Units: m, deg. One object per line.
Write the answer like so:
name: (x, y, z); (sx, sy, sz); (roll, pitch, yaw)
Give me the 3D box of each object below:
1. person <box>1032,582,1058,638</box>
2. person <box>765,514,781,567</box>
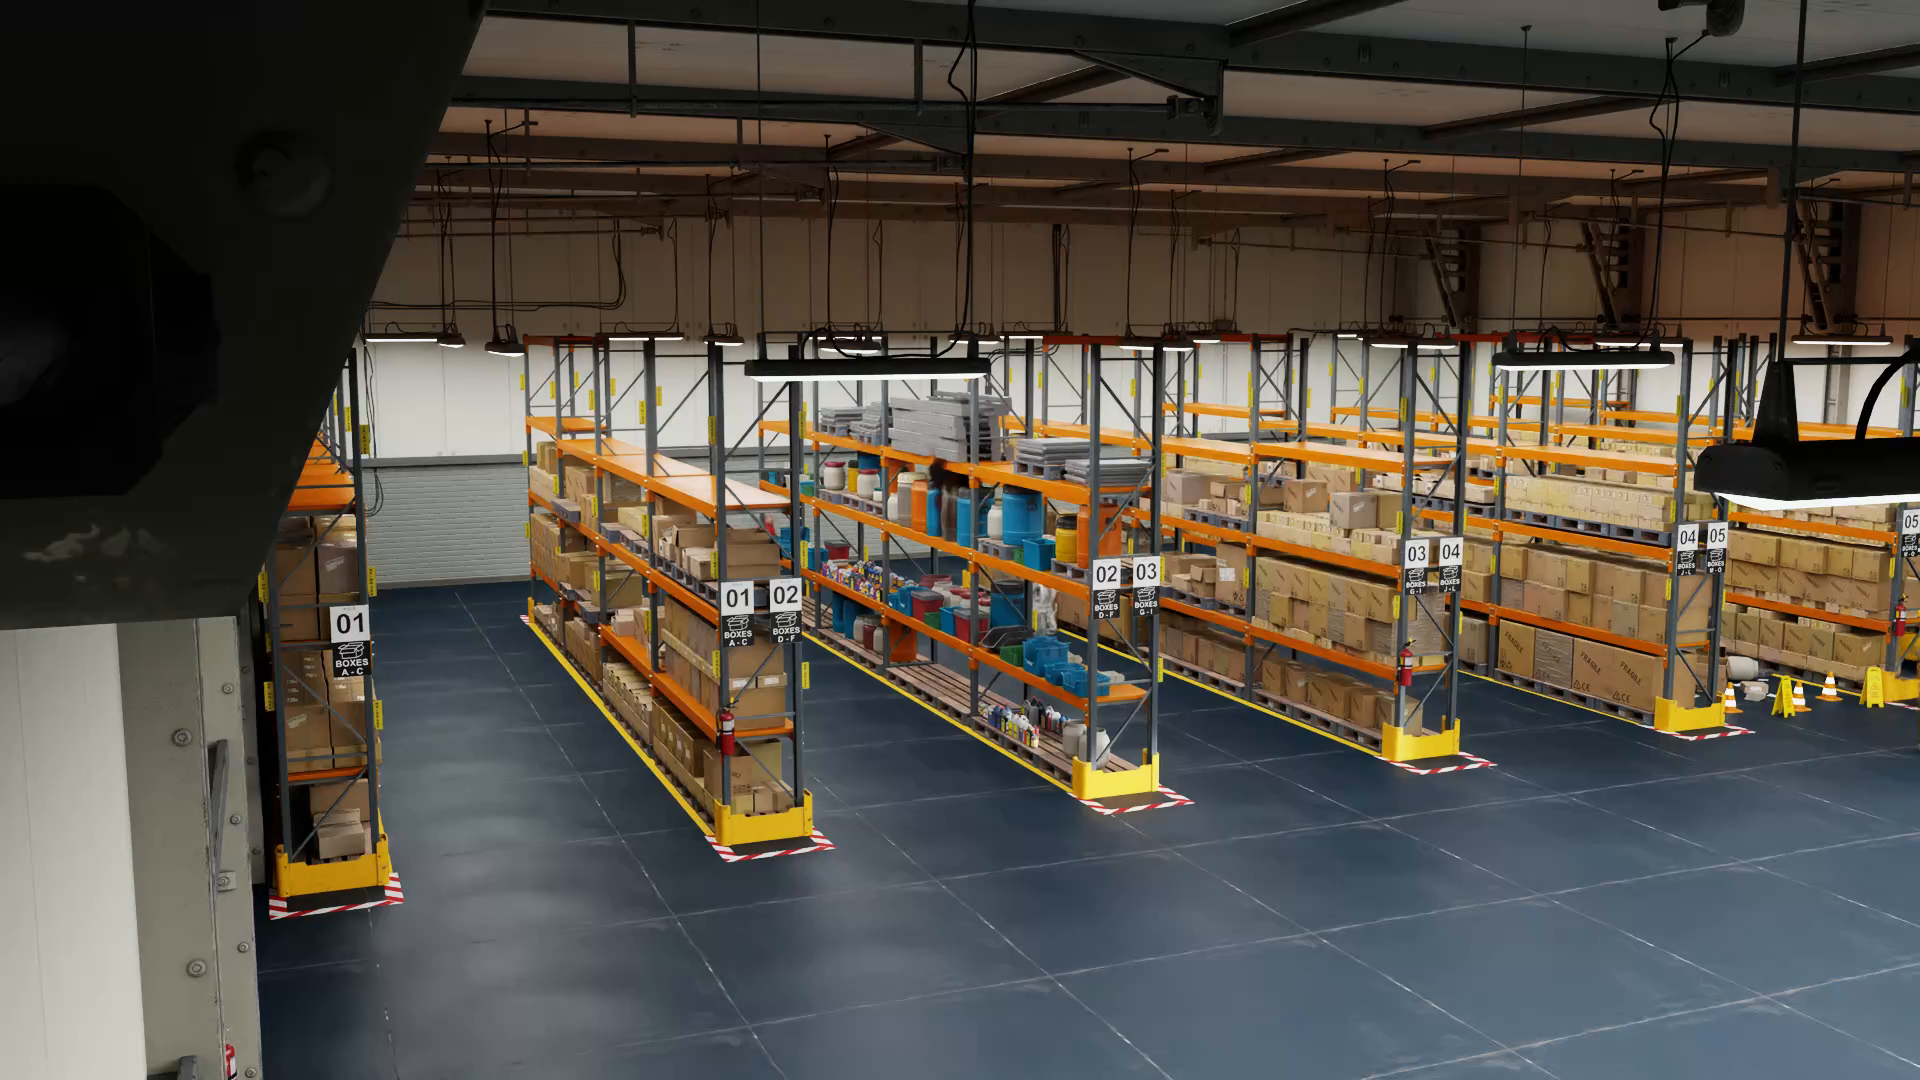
person: (1.515, 1.254, 30.844); (0.674, 1.574, 0.721); (-6, 10, -39)
person: (-4.519, 0.274, 39.209); (0.872, 1.799, 0.649); (0, 8, 0)
